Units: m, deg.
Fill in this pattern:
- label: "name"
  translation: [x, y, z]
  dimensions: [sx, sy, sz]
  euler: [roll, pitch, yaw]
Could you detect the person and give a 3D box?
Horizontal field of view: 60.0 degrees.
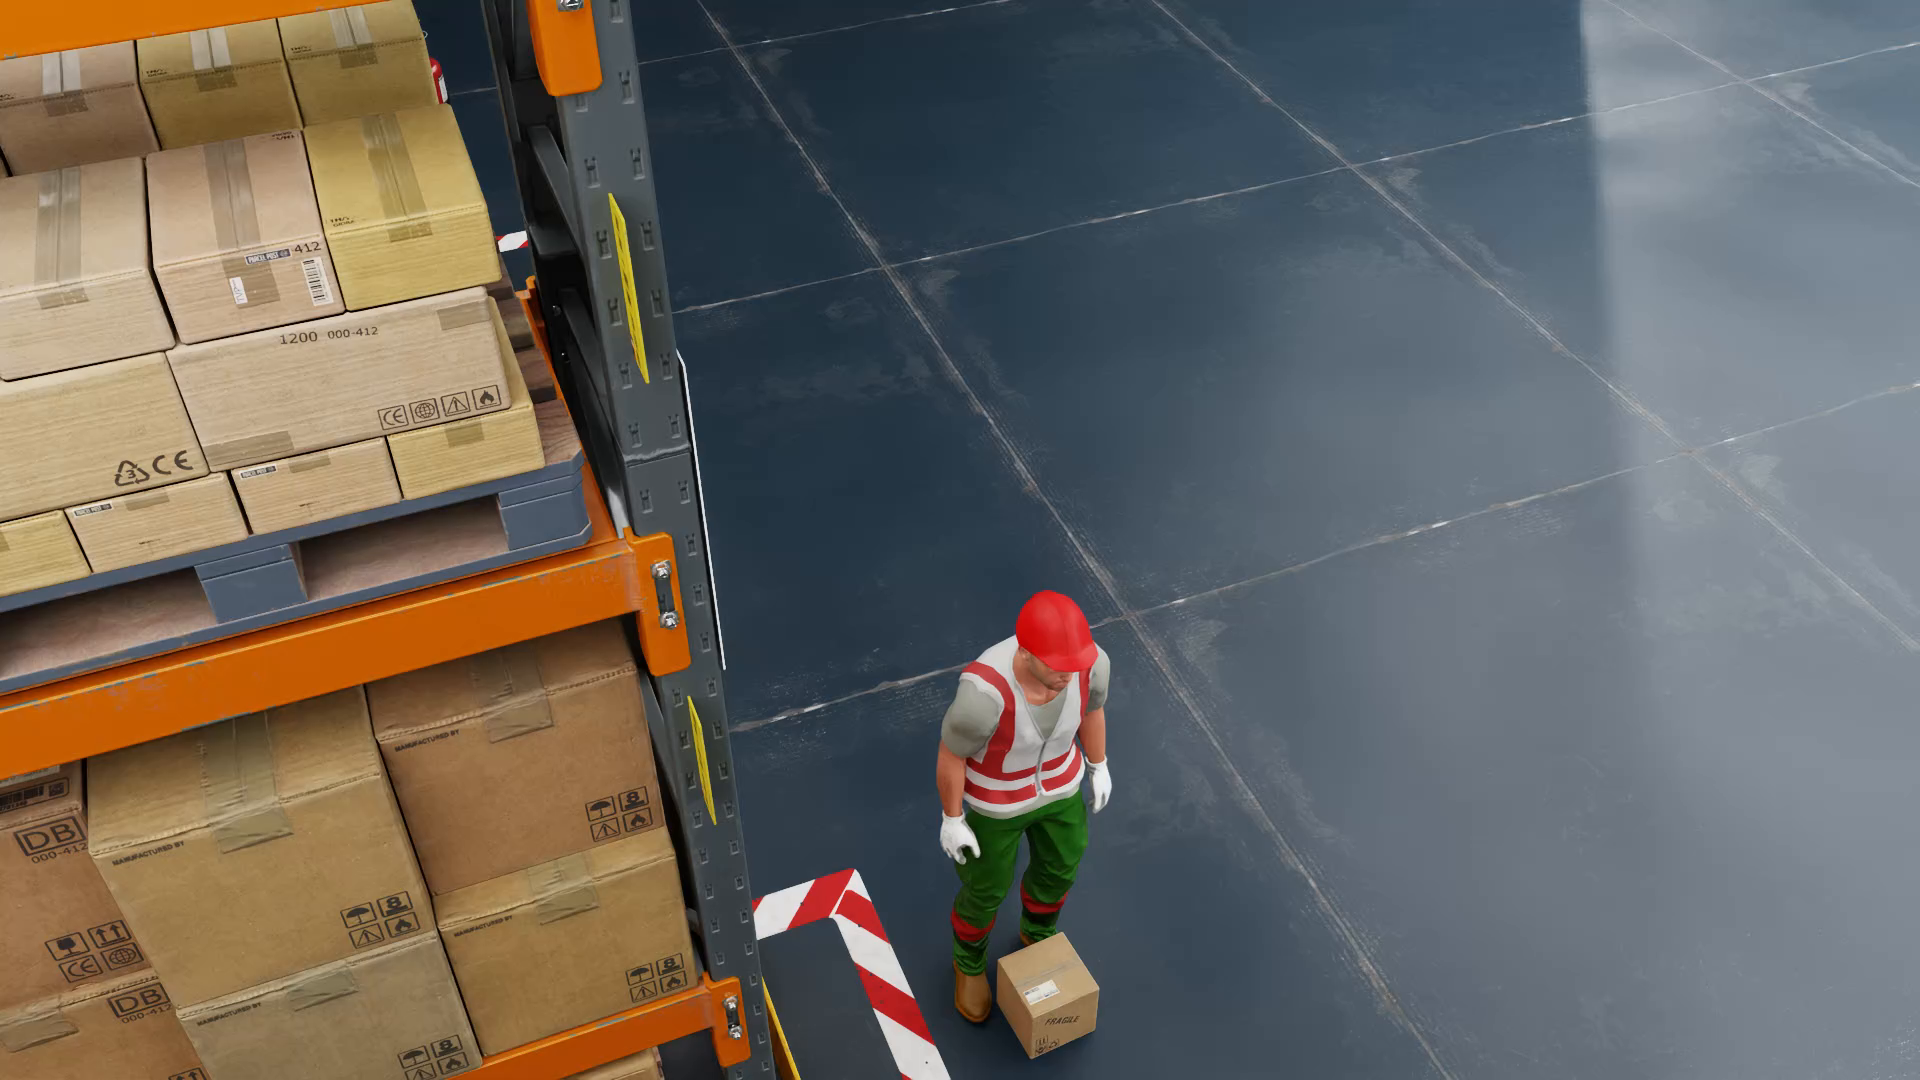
- label: "person"
  translation: [0.211, 0.811, 5.227]
  dimensions: [0.610, 1.777, 0.451]
  euler: [-18, 44, -19]
